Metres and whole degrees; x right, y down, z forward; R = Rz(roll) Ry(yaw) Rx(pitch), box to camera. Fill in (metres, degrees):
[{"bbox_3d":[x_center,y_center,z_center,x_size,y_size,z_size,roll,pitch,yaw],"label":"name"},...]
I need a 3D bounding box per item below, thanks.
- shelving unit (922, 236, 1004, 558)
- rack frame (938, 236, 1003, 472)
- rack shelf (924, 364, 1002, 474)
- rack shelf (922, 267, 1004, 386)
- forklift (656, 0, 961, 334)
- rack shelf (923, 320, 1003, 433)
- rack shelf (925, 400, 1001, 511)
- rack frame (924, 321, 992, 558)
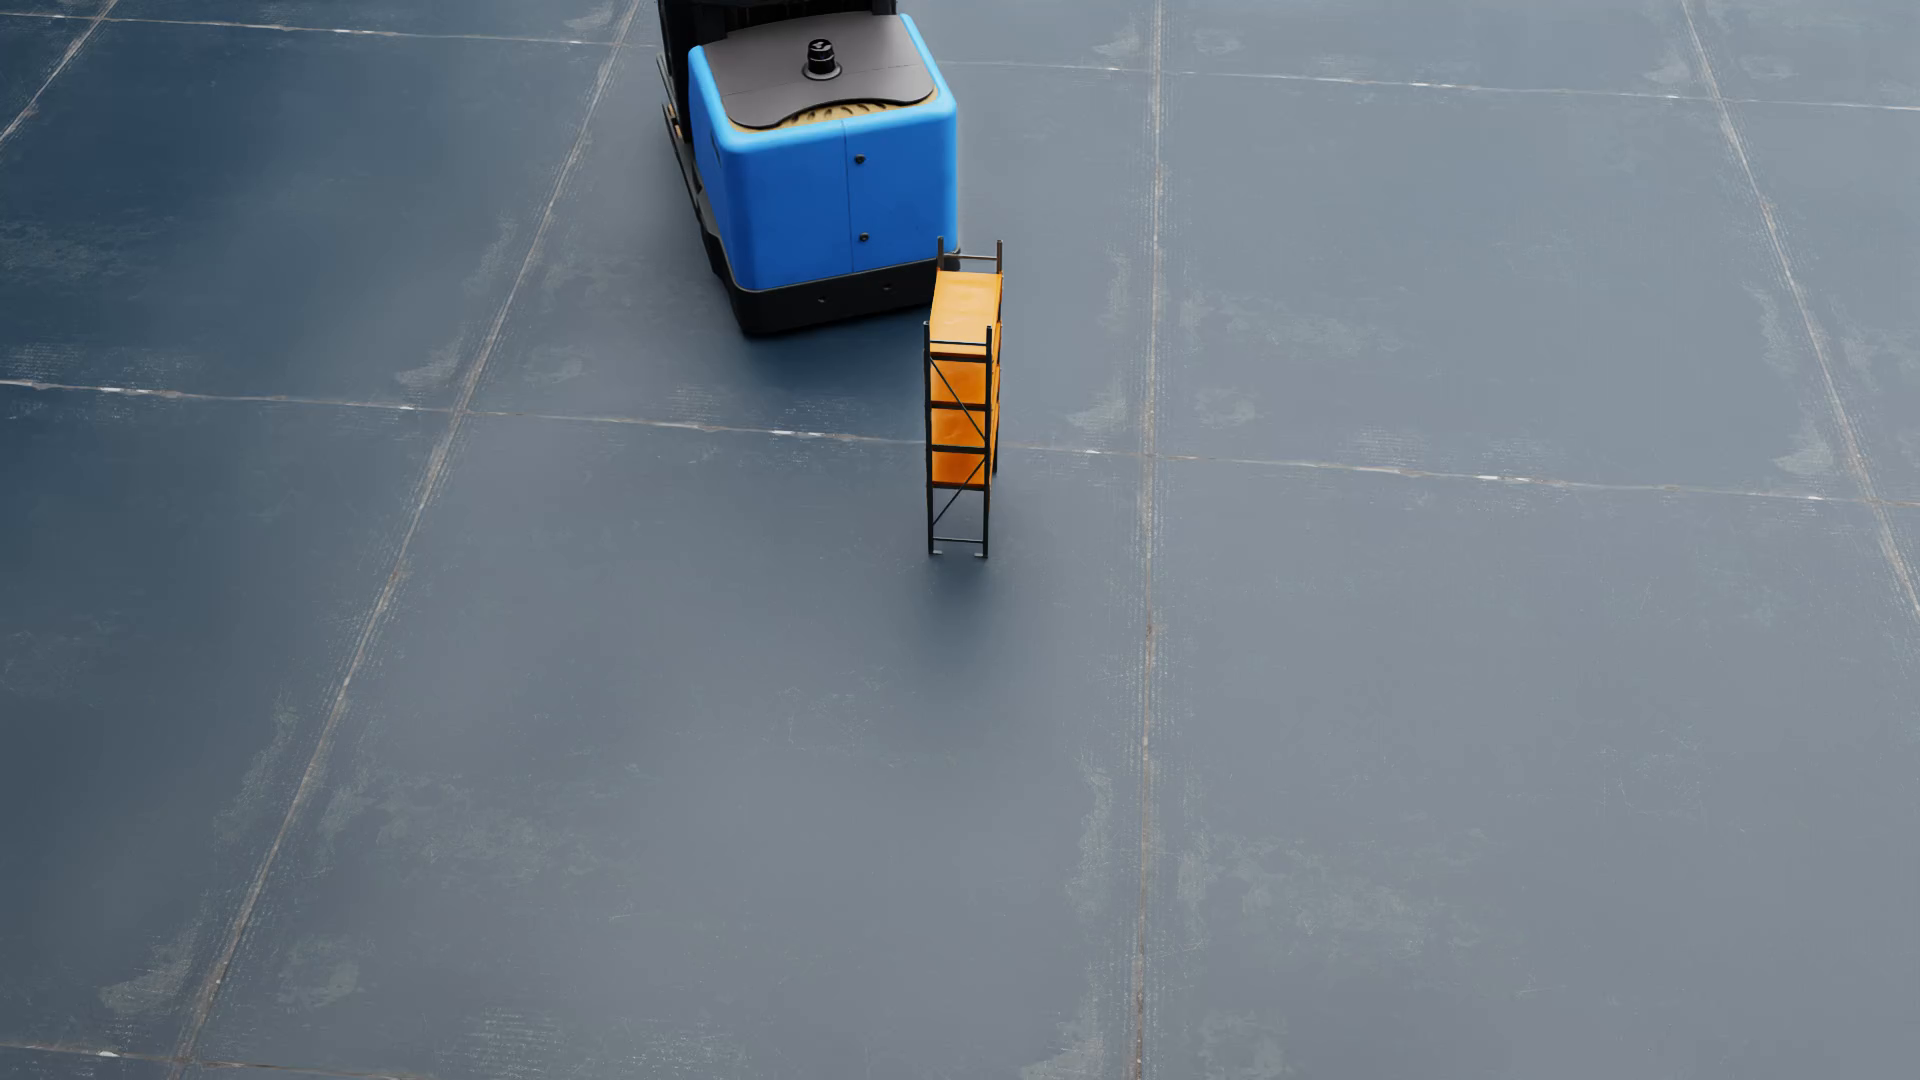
[{"bbox_3d":[0.015,-0.527,6.419,0.258,1.200,0.503,4,48,4],"label":"shelving unit"},{"bbox_3d":[0.037,-0.706,6.582,0.240,1.200,0.015,4,48,4],"label":"rack frame"},{"bbox_3d":[0.015,-0.481,6.468,0.258,0.148,0.480,4,48,4],"label":"rack shelf"},{"bbox_3d":[0.015,-0.792,6.129,0.258,0.148,0.480,4,48,4],"label":"rack shelf"},{"bbox_3d":[-0.910,-3.032,7.537,1.130,2.935,3.031,-13,49,-11],"label":"forklift"},{"bbox_3d":[0.015,-0.632,6.303,0.258,0.148,0.480,4,48,4],"label":"rack shelf"},{"bbox_3d":[0.015,-0.347,6.615,0.258,0.148,0.480,4,48,4],"label":"rack shelf"},{"bbox_3d":[-0.007,-0.347,6.255,0.240,1.200,0.015,4,48,4],"label":"rack frame"}]
